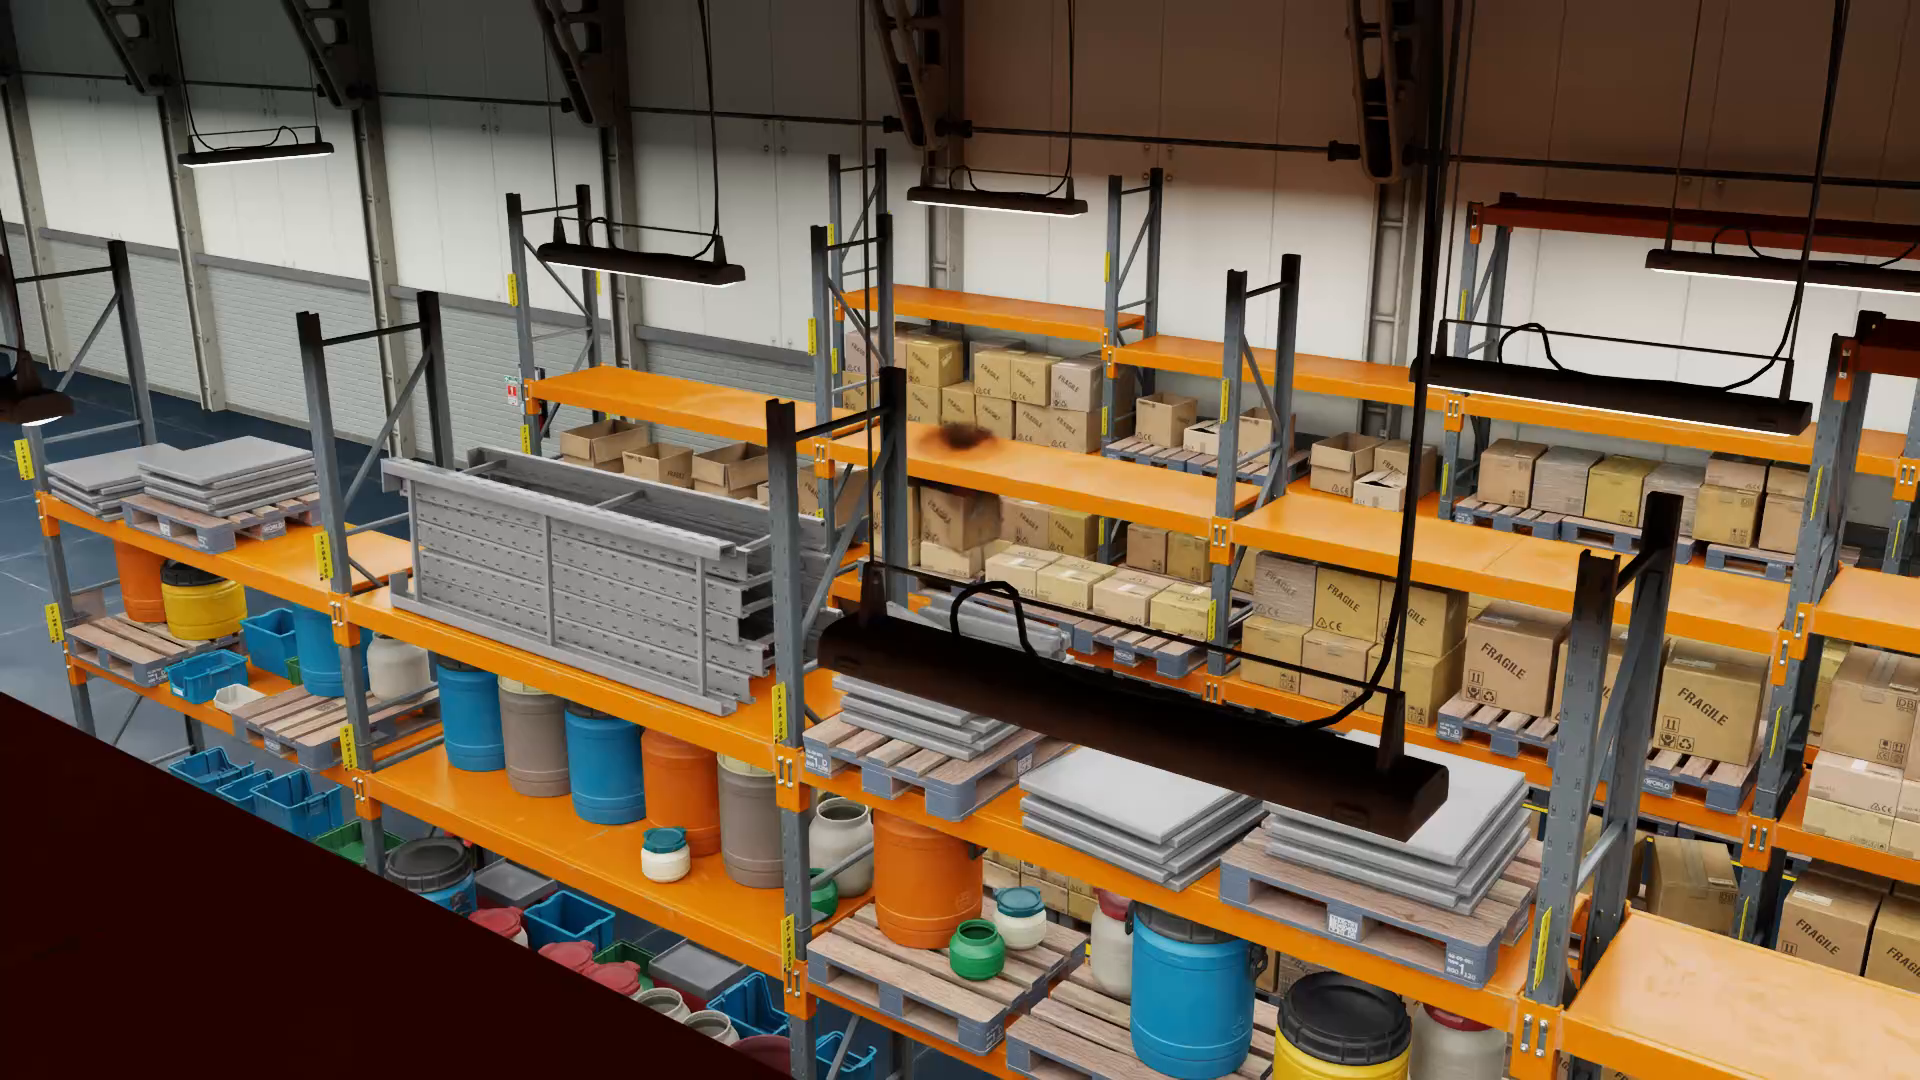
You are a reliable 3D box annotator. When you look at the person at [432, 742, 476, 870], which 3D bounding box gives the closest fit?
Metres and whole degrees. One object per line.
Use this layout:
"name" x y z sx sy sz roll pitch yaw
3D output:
"person" -4.633 2.261 15.572 0.618 1.830 0.375 5 19 16
